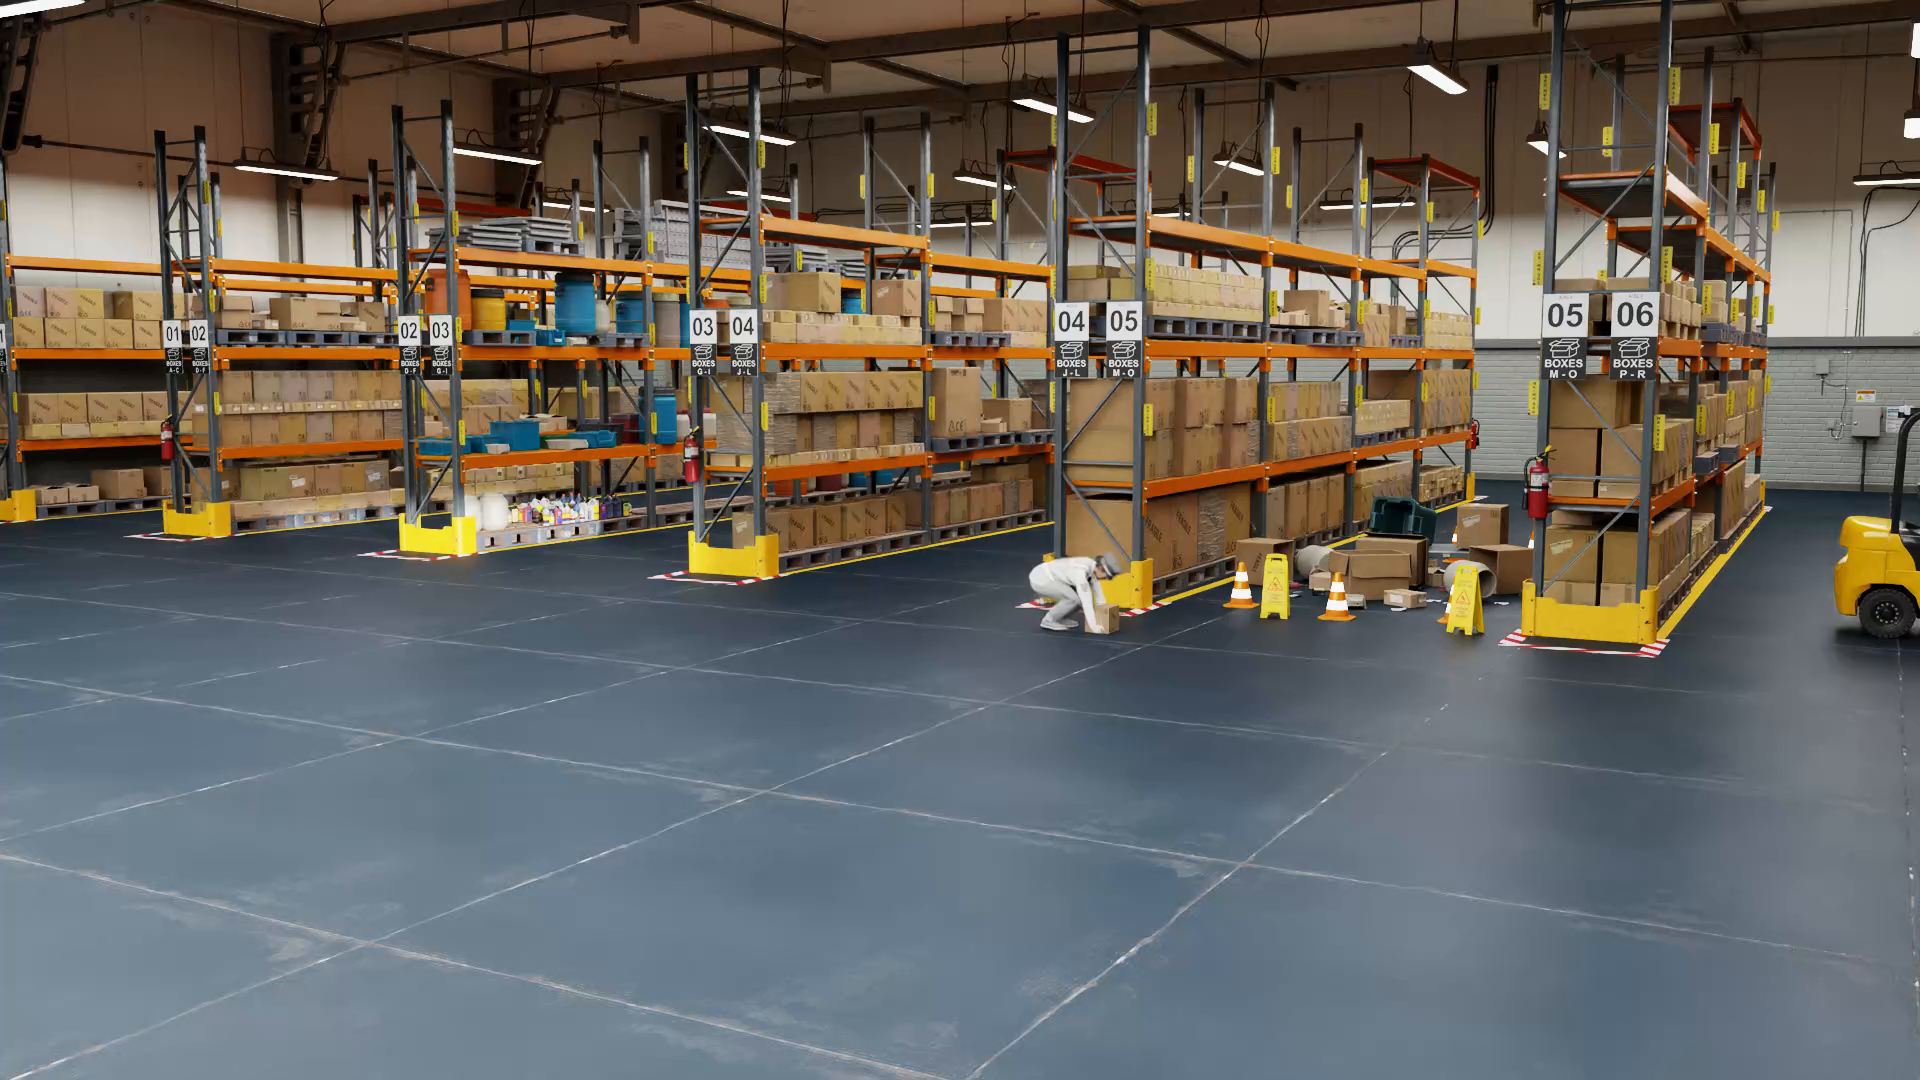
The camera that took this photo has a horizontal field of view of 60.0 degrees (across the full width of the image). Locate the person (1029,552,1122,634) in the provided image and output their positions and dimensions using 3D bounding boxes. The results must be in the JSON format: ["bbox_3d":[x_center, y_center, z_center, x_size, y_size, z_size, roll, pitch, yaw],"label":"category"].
[{"bbox_3d":[1.120,0.493,16.062,0.907,0.788,0.458,3,7,27],"label":"person"}]
